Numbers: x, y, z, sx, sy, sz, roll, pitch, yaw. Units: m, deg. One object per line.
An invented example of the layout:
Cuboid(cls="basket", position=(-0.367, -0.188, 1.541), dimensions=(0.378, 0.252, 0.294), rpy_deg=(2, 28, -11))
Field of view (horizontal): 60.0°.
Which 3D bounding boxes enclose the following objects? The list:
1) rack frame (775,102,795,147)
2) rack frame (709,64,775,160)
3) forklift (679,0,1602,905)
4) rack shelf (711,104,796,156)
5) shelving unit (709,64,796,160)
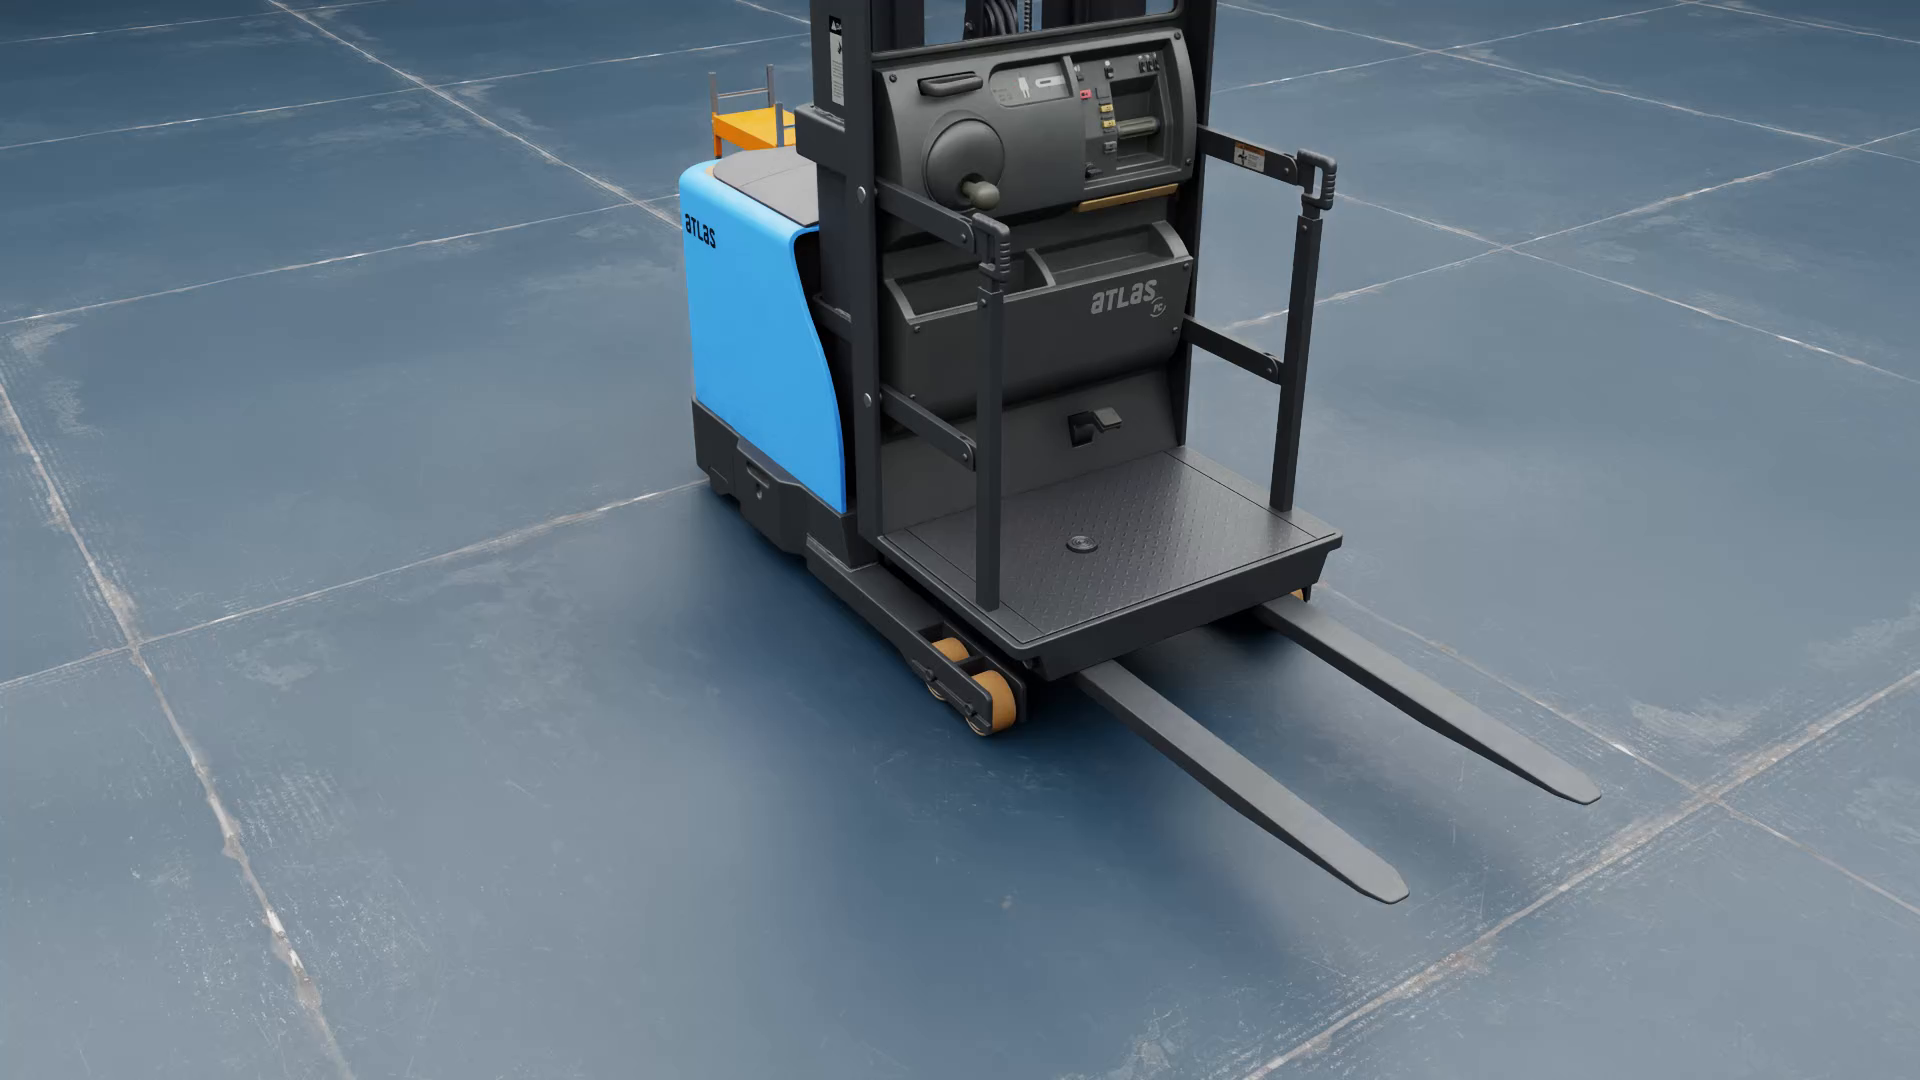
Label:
Cuboid(cls="rack frame", position=(-0.487, -0.898, 5.646), dimensions=(0.240, 1.200, 0.015), rpy_deg=(-17, 33, -29))
Cuboid(cls="rack frame", position=(-0.753, -1.093, 6.006), dimensions=(0.240, 1.200, 0.015), rpy_deg=(-17, 33, -29))
Cuboid(cls="forklift", position=(0.339, -1.039, 4.092), dimensions=(1.130, 2.935, 3.031), rpy_deg=(-17, 33, -29))
Cuboid(cls="rack shelf", position=(-0.620, -1.341, 5.639), dimensions=(0.258, 0.148, 0.480), rpy_deg=(-17, 33, -29))
Cuboid(cls="shelving unit", position=(-0.620, -0.996, 5.826), dimensions=(0.258, 1.200, 0.503), rpy_deg=(-17, 33, -29))
